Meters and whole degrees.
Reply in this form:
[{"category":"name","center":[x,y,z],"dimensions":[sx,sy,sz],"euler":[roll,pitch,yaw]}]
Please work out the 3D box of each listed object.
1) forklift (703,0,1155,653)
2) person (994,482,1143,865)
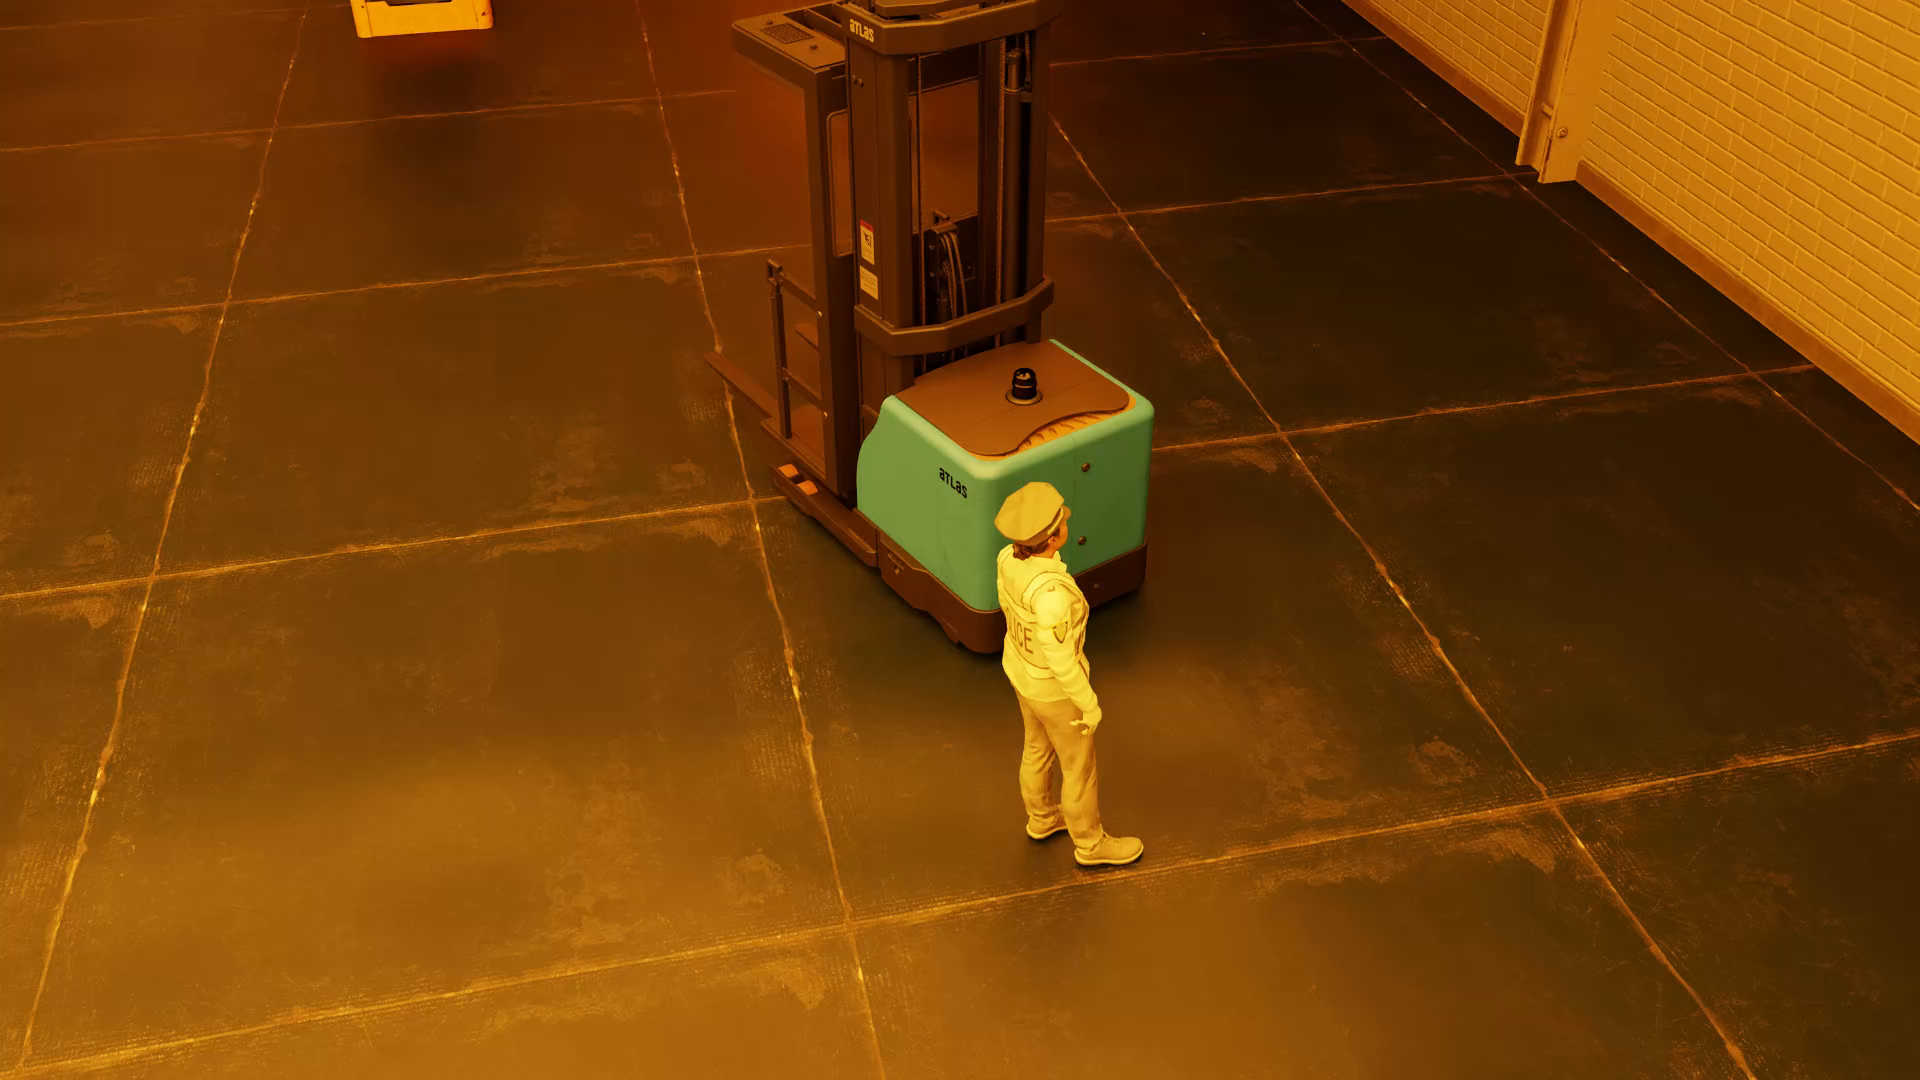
[{"category":"forklift","center":[-0.350,-1.480,8.107],"dimensions":[1.130,2.935,3.031],"euler":[-22,41,-28]},{"category":"person","center":[0.403,0.509,6.389],"dimensions":[0.534,1.696,0.588],"euler":[-14,38,-19]}]
